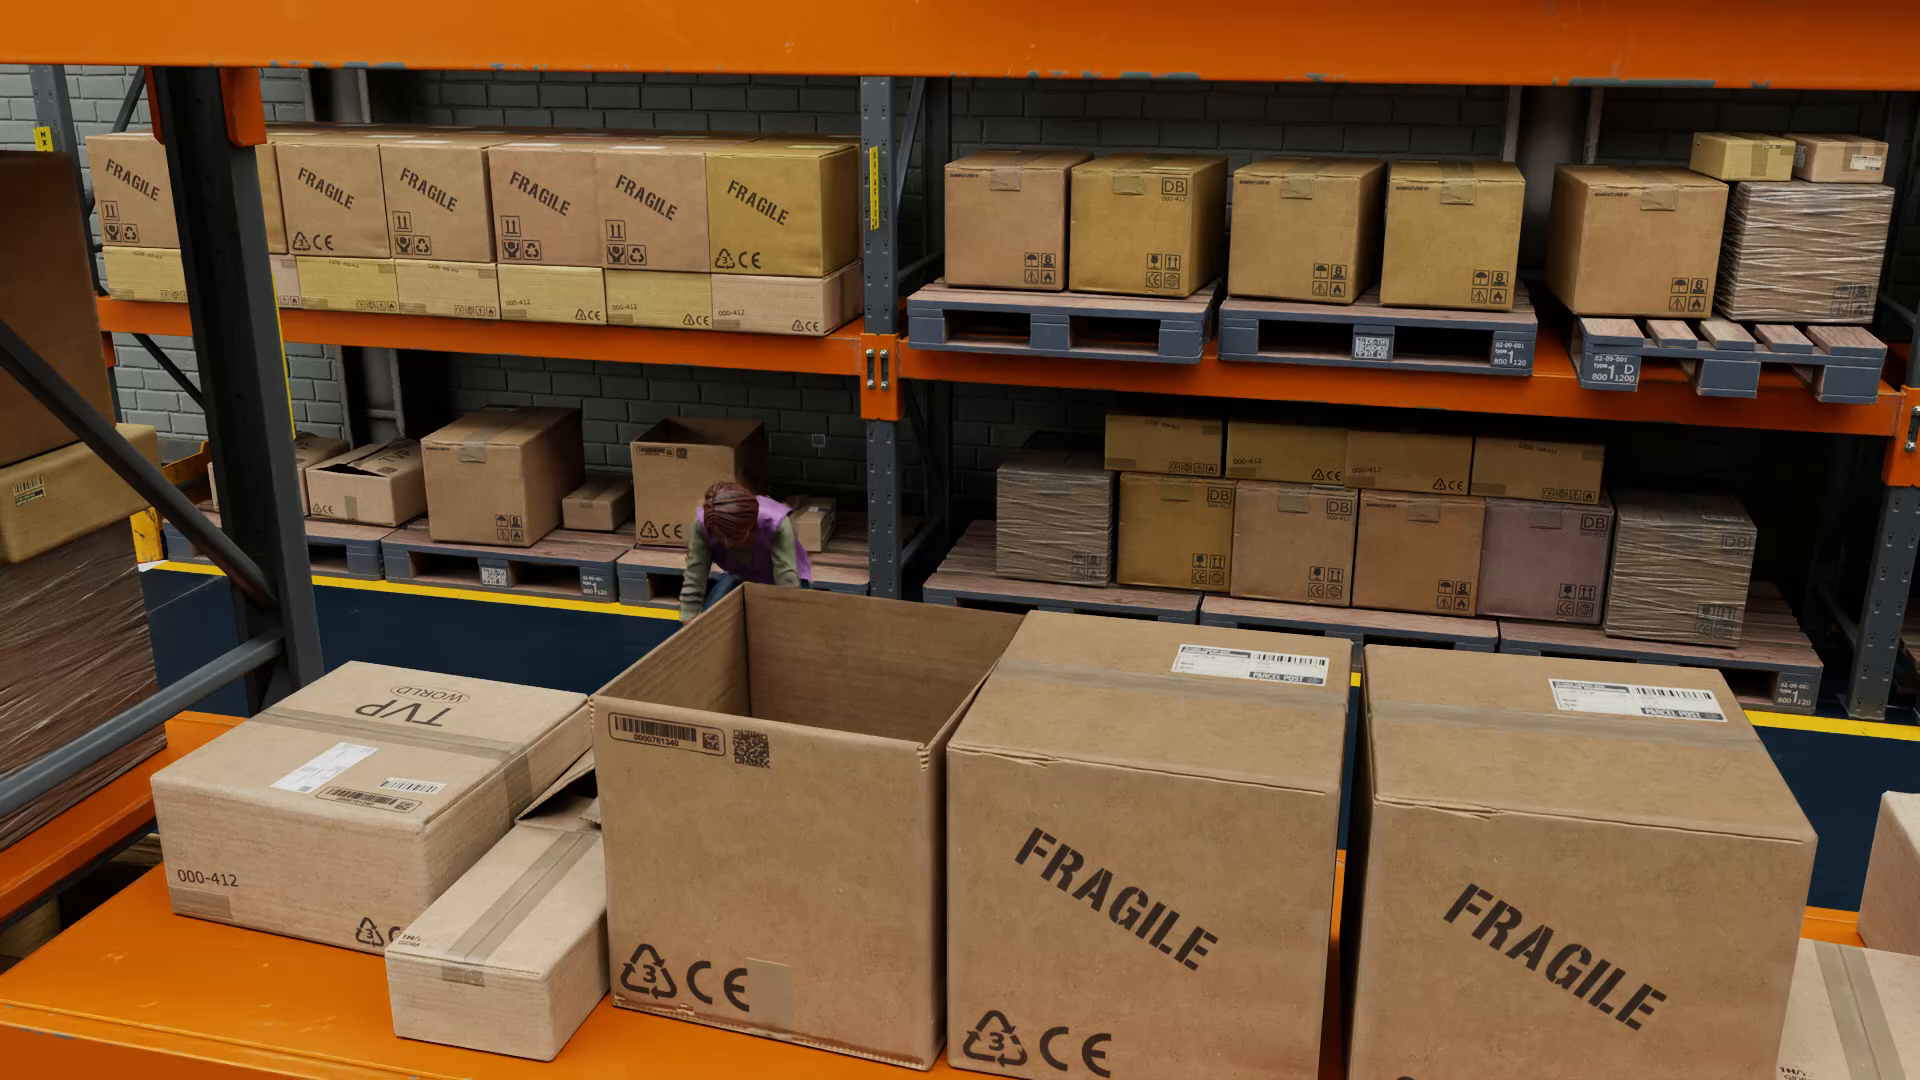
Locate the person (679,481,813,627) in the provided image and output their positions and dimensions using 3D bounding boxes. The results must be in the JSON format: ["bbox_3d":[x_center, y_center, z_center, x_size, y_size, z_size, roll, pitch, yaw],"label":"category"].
[{"bbox_3d":[-0.753,0.288,6.148,0.462,1.008,0.745,5,19,13],"label":"person"}]
